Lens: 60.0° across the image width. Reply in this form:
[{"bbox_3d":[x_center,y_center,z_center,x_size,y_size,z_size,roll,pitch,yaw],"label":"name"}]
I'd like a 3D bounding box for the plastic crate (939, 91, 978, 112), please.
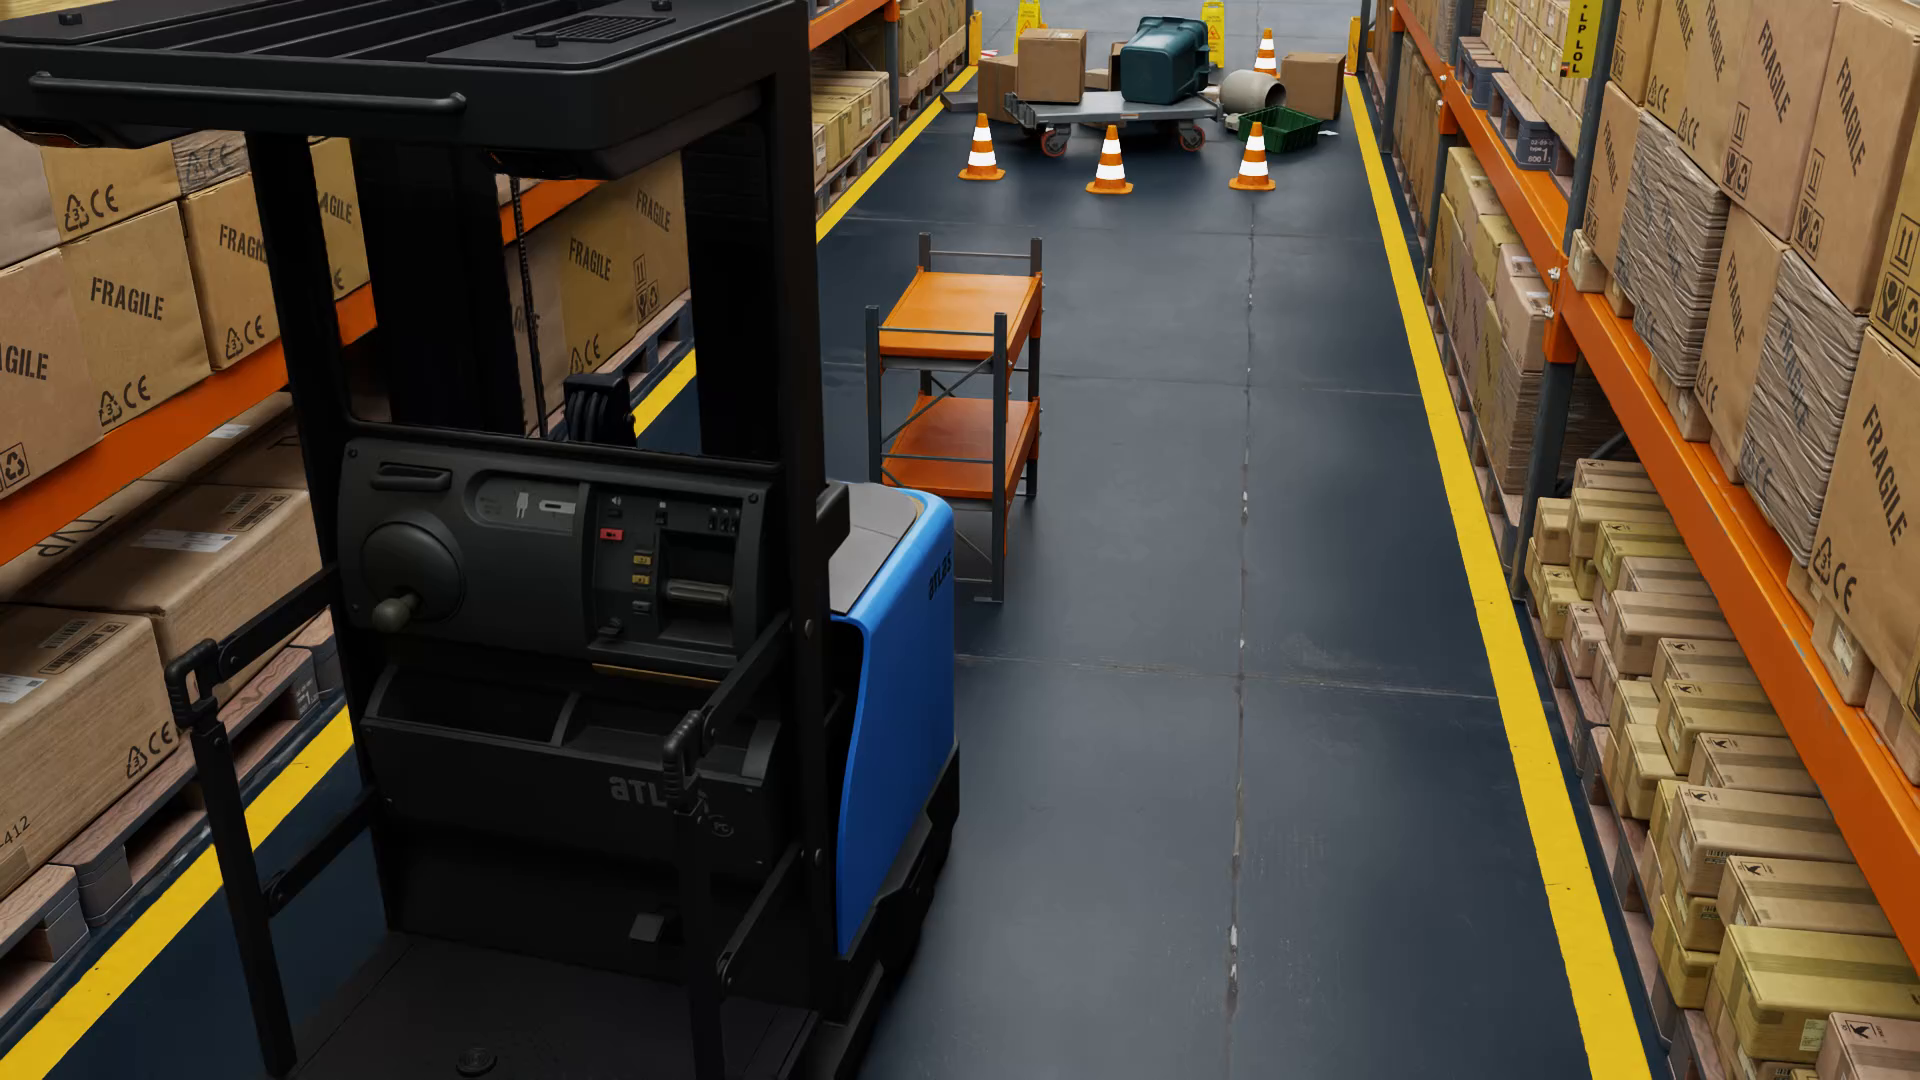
[{"bbox_3d":[0.054,-4.039,15.284,0.402,0.080,0.583,-5,25,-10],"label":"plastic crate"}]

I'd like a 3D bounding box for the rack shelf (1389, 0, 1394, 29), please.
[{"bbox_3d":[4.215,-4.971,14.680,1.077,0.370,4.000,4,25,9],"label":"rack shelf"}]

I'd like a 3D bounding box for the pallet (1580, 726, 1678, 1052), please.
[{"bbox_3d":[2.309,0.944,4.485,1.003,0.211,1.213,4,25,9],"label":"pallet"}]

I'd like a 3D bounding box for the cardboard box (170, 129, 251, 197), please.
[{"bbox_3d":[-2.289,-1.272,4.631,0.500,0.500,0.500,4,25,9],"label":"cardboard box"}]

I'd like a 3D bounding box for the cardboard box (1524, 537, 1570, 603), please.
[{"bbox_3d":[2.204,0.117,5.830,0.380,0.149,0.250,3,25,6],"label":"cardboard box"}]

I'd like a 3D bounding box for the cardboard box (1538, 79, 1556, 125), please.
[{"bbox_3d":[2.616,-1.805,6.869,0.380,0.149,0.250,3,25,6],"label":"cardboard box"}]

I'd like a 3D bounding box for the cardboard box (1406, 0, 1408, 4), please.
[{"bbox_3d":[3.455,-4.093,11.838,0.500,0.500,0.500,4,25,9],"label":"cardboard box"}]

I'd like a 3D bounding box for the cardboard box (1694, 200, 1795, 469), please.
[{"bbox_3d":[2.001,-0.463,3.732,0.500,0.500,0.500,5,26,11],"label":"cardboard box"}]

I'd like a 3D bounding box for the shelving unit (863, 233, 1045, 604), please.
[{"bbox_3d":[-0.001,-0.507,6.506,0.538,1.125,1.048,4,25,9],"label":"shelving unit"}]

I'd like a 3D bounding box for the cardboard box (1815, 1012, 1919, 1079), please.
[{"bbox_3d":[1.861,1.050,3.134,0.380,0.149,0.250,5,25,10],"label":"cardboard box"}]

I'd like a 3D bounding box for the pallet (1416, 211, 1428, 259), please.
[{"bbox_3d":[3.438,-1.849,10.451,1.003,0.211,1.213,4,25,9],"label":"pallet"}]

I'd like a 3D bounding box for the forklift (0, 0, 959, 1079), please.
[{"bbox_3d":[-0.885,0.063,3.158,1.130,2.935,3.031,7,26,14],"label":"forklift"}]

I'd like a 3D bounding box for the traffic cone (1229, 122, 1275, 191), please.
[{"bbox_3d":[2.179,-2.855,12.304,0.336,0.463,0.334,4,25,9],"label":"traffic cone"}]

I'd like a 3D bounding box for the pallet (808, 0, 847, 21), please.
[{"bbox_3d":[-1.383,-3.832,11.625,1.003,0.211,1.213,4,25,9],"label":"pallet"}]

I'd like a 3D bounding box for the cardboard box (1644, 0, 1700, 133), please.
[{"bbox_3d":[2.197,-1.358,4.464,0.500,0.500,0.500,3,25,7],"label":"cardboard box"}]

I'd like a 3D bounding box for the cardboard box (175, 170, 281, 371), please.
[{"bbox_3d":[-2.289,-0.822,4.850,0.500,0.500,0.500,4,25,8],"label":"cardboard box"}]

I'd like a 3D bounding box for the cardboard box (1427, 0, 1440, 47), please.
[{"bbox_3d":[3.126,-3.248,10.033,0.500,0.500,0.500,4,25,9],"label":"cardboard box"}]

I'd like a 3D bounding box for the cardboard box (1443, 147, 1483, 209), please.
[{"bbox_3d":[2.883,-1.913,8.868,0.500,0.250,0.500,3,25,6],"label":"cardboard box"}]

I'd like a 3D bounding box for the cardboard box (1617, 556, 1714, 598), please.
[{"bbox_3d":[2.204,0.178,4.998,0.380,0.149,0.250,3,25,7],"label":"cardboard box"}]

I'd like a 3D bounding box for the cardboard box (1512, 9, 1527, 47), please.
[{"bbox_3d":[2.792,-2.375,7.736,0.380,0.149,0.250,4,25,9],"label":"cardboard box"}]

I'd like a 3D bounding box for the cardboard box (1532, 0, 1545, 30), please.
[{"bbox_3d":[2.710,-2.300,7.224,0.380,0.149,0.250,4,25,8],"label":"cardboard box"}]

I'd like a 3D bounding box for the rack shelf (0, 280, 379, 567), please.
[{"bbox_3d":[-2.646,-0.253,4.600,1.077,0.370,4.000,4,25,9],"label":"rack shelf"}]

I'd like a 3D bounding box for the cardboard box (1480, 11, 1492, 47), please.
[{"bbox_3d":[2.962,-2.691,8.761,0.380,0.149,0.250,4,25,8],"label":"cardboard box"}]

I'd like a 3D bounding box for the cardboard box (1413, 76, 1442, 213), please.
[{"bbox_3d":[3.562,-2.573,10.867,1.050,0.750,0.750,4,25,9],"label":"cardboard box"}]

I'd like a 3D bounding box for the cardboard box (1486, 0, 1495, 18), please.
[{"bbox_3d":[2.957,-2.810,8.666,0.380,0.149,0.250,5,26,11],"label":"cardboard box"}]

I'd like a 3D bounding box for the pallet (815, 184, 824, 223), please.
[{"bbox_3d":[-1.536,-2.152,11.098,1.003,0.211,1.213,4,25,9],"label":"pallet"}]

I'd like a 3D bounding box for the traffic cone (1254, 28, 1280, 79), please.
[{"bbox_3d":[3.054,-4.861,16.588,0.336,0.463,0.334,4,25,9],"label":"traffic cone"}]

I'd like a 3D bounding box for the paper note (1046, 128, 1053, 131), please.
[{"bbox_3d":[0.758,-3.520,14.234,0.148,0.019,0.142,4,25,9],"label":"paper note"}]

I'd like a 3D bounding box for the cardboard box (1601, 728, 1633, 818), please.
[{"bbox_3d":[2.032,0.662,4.665,0.380,0.149,0.250,3,25,7],"label":"cardboard box"}]

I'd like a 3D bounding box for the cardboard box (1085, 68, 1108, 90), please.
[{"bbox_3d":[1.421,-4.455,16.092,0.380,0.149,0.250,19,31,35],"label":"cardboard box"}]

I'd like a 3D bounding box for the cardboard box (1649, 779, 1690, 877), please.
[{"bbox_3d":[1.947,0.743,4.140,0.380,0.149,0.250,5,26,11],"label":"cardboard box"}]

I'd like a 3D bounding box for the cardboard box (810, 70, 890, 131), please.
[{"bbox_3d":[-1.095,-3.542,13.382,0.950,0.372,0.625,4,25,9],"label":"cardboard box"}]

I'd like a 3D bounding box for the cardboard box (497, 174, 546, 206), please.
[{"bbox_3d":[-1.987,-1.513,6.621,0.500,0.250,0.500,3,25,7],"label":"cardboard box"}]

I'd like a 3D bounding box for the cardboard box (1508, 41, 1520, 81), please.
[{"bbox_3d":[2.791,-2.241,7.801,0.380,0.149,0.250,5,26,10],"label":"cardboard box"}]

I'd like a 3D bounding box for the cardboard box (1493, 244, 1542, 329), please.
[{"bbox_3d":[2.550,-1.055,7.035,0.500,0.250,0.500,5,26,11],"label":"cardboard box"}]

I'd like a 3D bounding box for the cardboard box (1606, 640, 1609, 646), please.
[{"bbox_3d":[2.202,0.310,5.065,0.380,0.149,0.250,3,25,6],"label":"cardboard box"}]

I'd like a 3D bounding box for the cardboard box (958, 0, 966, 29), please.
[{"bbox_3d":[-0.232,-5.365,16.538,0.500,0.500,0.500,4,25,9],"label":"cardboard box"}]

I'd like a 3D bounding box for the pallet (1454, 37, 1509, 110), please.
[{"bbox_3d":[3.223,-2.395,8.555,1.213,0.211,1.003,4,25,9],"label":"pallet"}]

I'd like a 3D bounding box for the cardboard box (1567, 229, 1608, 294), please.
[{"bbox_3d":[2.212,-0.905,5.441,0.380,0.149,0.250,5,26,10],"label":"cardboard box"}]

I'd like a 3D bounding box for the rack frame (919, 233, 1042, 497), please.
[{"bbox_3d":[0.082,-0.719,6.960,0.500,1.125,0.032,4,25,9],"label":"rack frame"}]

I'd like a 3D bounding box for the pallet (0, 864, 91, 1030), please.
[{"bbox_3d":[-2.920,1.181,3.978,1.003,0.211,1.213,4,25,9],"label":"pallet"}]

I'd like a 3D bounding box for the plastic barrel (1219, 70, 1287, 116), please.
[{"bbox_3d":[2.560,-3.874,14.528,0.421,0.421,0.512,-20,32,-36],"label":"plastic barrel"}]

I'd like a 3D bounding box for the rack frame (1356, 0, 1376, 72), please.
[{"bbox_3d":[4.542,-6.133,16.315,1.000,3.000,0.127,4,25,9],"label":"rack frame"}]

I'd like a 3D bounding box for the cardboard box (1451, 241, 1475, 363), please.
[{"bbox_3d":[2.709,-1.142,8.104,0.500,0.500,0.500,3,25,7],"label":"cardboard box"}]

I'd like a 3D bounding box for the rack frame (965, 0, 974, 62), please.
[{"bbox_3d":[-0.358,-6.434,16.957,1.000,3.000,0.127,4,25,9],"label":"rack frame"}]

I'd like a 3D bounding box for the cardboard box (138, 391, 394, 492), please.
[{"bbox_3d":[-2.528,-0.190,6.144,0.875,0.438,0.875,4,25,8],"label":"cardboard box"}]

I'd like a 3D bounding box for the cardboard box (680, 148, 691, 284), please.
[{"bbox_3d":[-1.860,-2.033,9.566,0.875,0.875,0.875,4,25,8],"label":"cardboard box"}]

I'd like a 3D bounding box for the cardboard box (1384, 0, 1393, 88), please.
[{"bbox_3d":[4.203,-4.324,14.460,0.875,0.875,0.875,4,25,9],"label":"cardboard box"}]

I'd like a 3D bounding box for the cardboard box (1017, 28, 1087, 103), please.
[{"bbox_3d":[0.749,-3.861,13.516,0.500,0.500,0.500,4,25,9],"label":"cardboard box"}]

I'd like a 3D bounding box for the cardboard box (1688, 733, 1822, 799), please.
[{"bbox_3d":[2.024,0.610,4.074,0.380,0.149,0.250,3,25,7],"label":"cardboard box"}]

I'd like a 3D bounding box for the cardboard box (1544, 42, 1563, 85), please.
[{"bbox_3d":[2.620,-1.943,6.813,0.380,0.149,0.250,3,25,6],"label":"cardboard box"}]

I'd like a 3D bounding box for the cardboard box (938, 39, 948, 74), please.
[{"bbox_3d":[-0.397,-4.587,15.759,0.500,0.250,0.500,3,25,7],"label":"cardboard box"}]

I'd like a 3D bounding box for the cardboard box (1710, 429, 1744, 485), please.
[{"bbox_3d":[2.046,-0.235,4.011,0.380,0.149,0.250,5,26,10],"label":"cardboard box"}]

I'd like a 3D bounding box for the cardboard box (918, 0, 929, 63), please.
[{"bbox_3d":[-0.573,-4.498,14.685,0.500,0.500,0.500,5,26,11],"label":"cardboard box"}]

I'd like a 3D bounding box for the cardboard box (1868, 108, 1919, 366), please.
[{"bbox_3d":[1.839,-0.495,2.621,0.500,0.500,0.500,3,25,7],"label":"cardboard box"}]

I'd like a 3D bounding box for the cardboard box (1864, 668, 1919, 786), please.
[{"bbox_3d":[1.805,0.309,2.848,0.380,0.149,0.250,4,25,8],"label":"cardboard box"}]

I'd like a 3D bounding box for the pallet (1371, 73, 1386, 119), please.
[{"bbox_3d":[4.287,-4.022,15.093,1.003,0.211,1.213,4,25,9],"label":"pallet"}]
